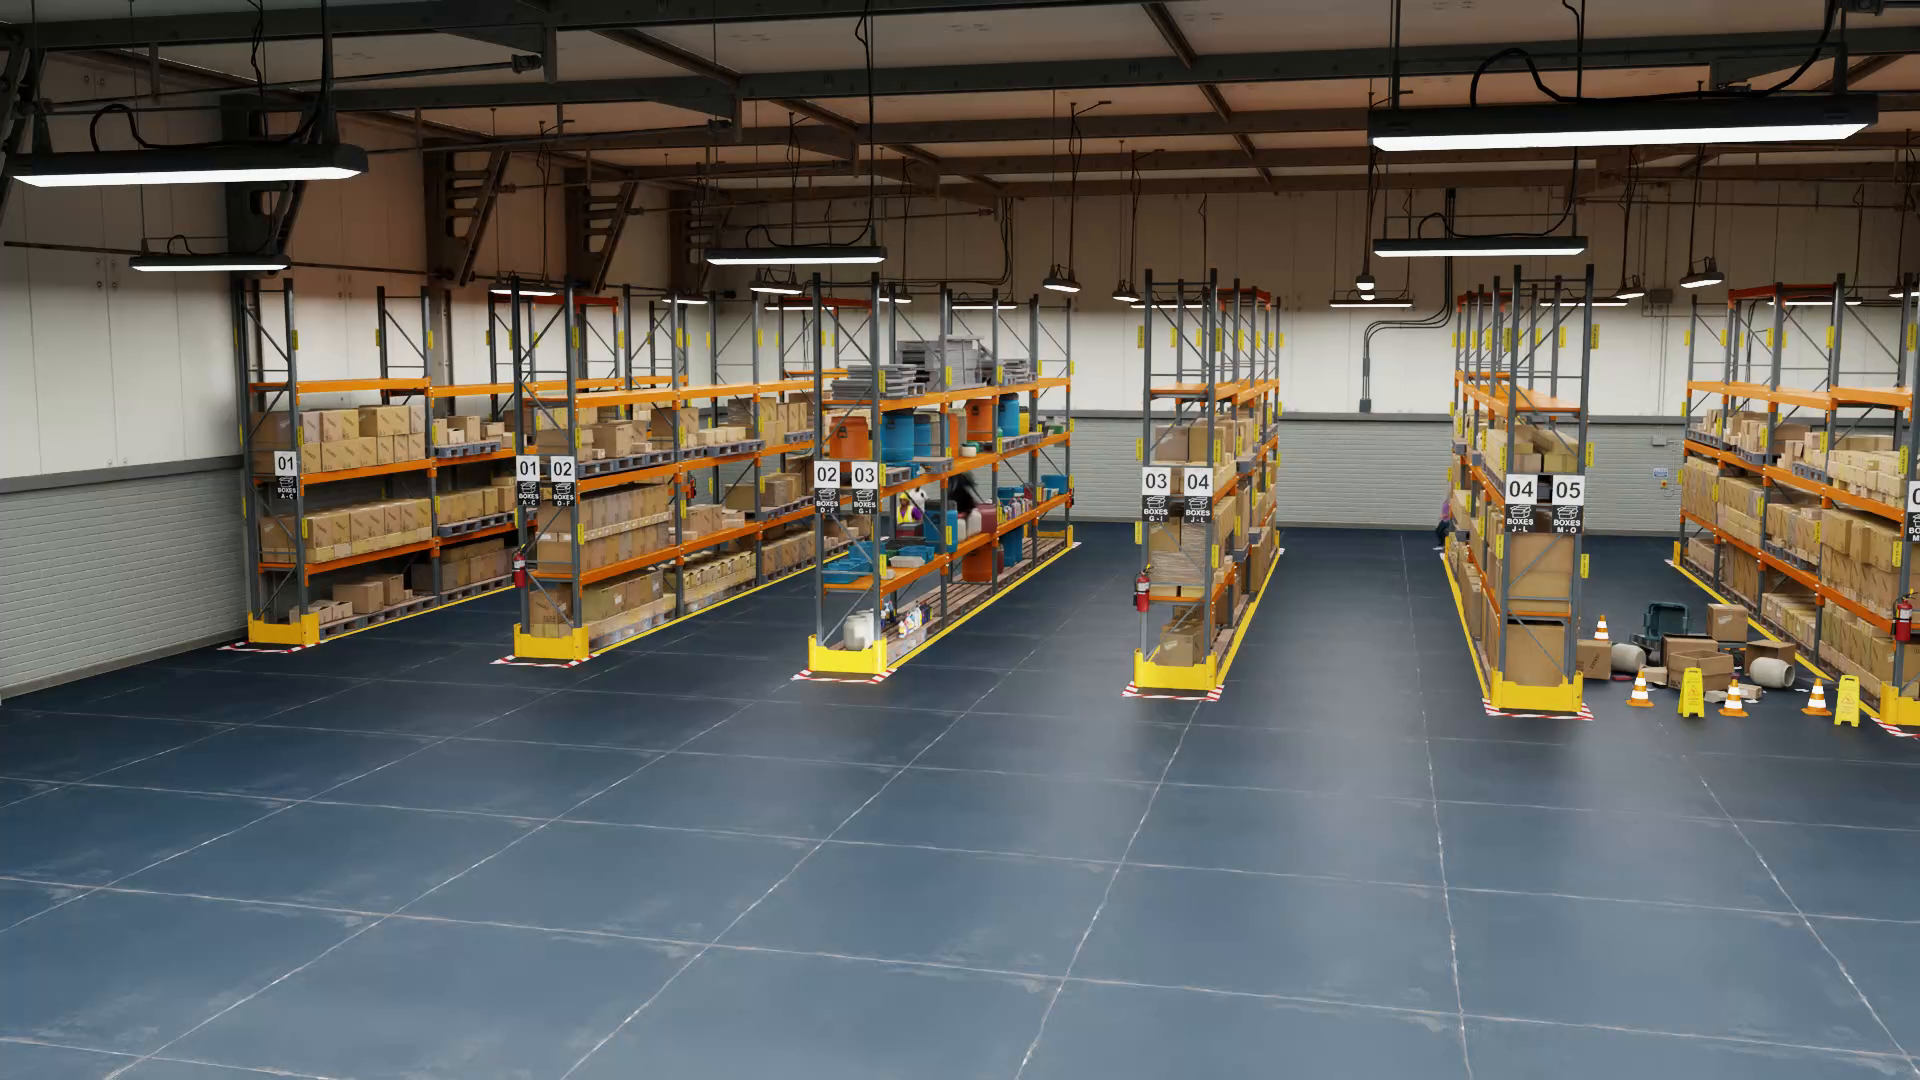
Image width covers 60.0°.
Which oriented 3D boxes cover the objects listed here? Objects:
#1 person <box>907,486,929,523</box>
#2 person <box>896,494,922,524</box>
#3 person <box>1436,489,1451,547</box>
[{"bbox_3d":[-1.014,-0.710,40.632,0.604,1.568,0.562,-1,7,-11],"label":"person"},{"bbox_3d":[-1.164,-0.125,35.689,0.694,1.736,0.640,1,7,10],"label":"person"},{"bbox_3d":[11.593,-0.515,39.519,0.499,1.434,0.613,2,7,16],"label":"person"}]
